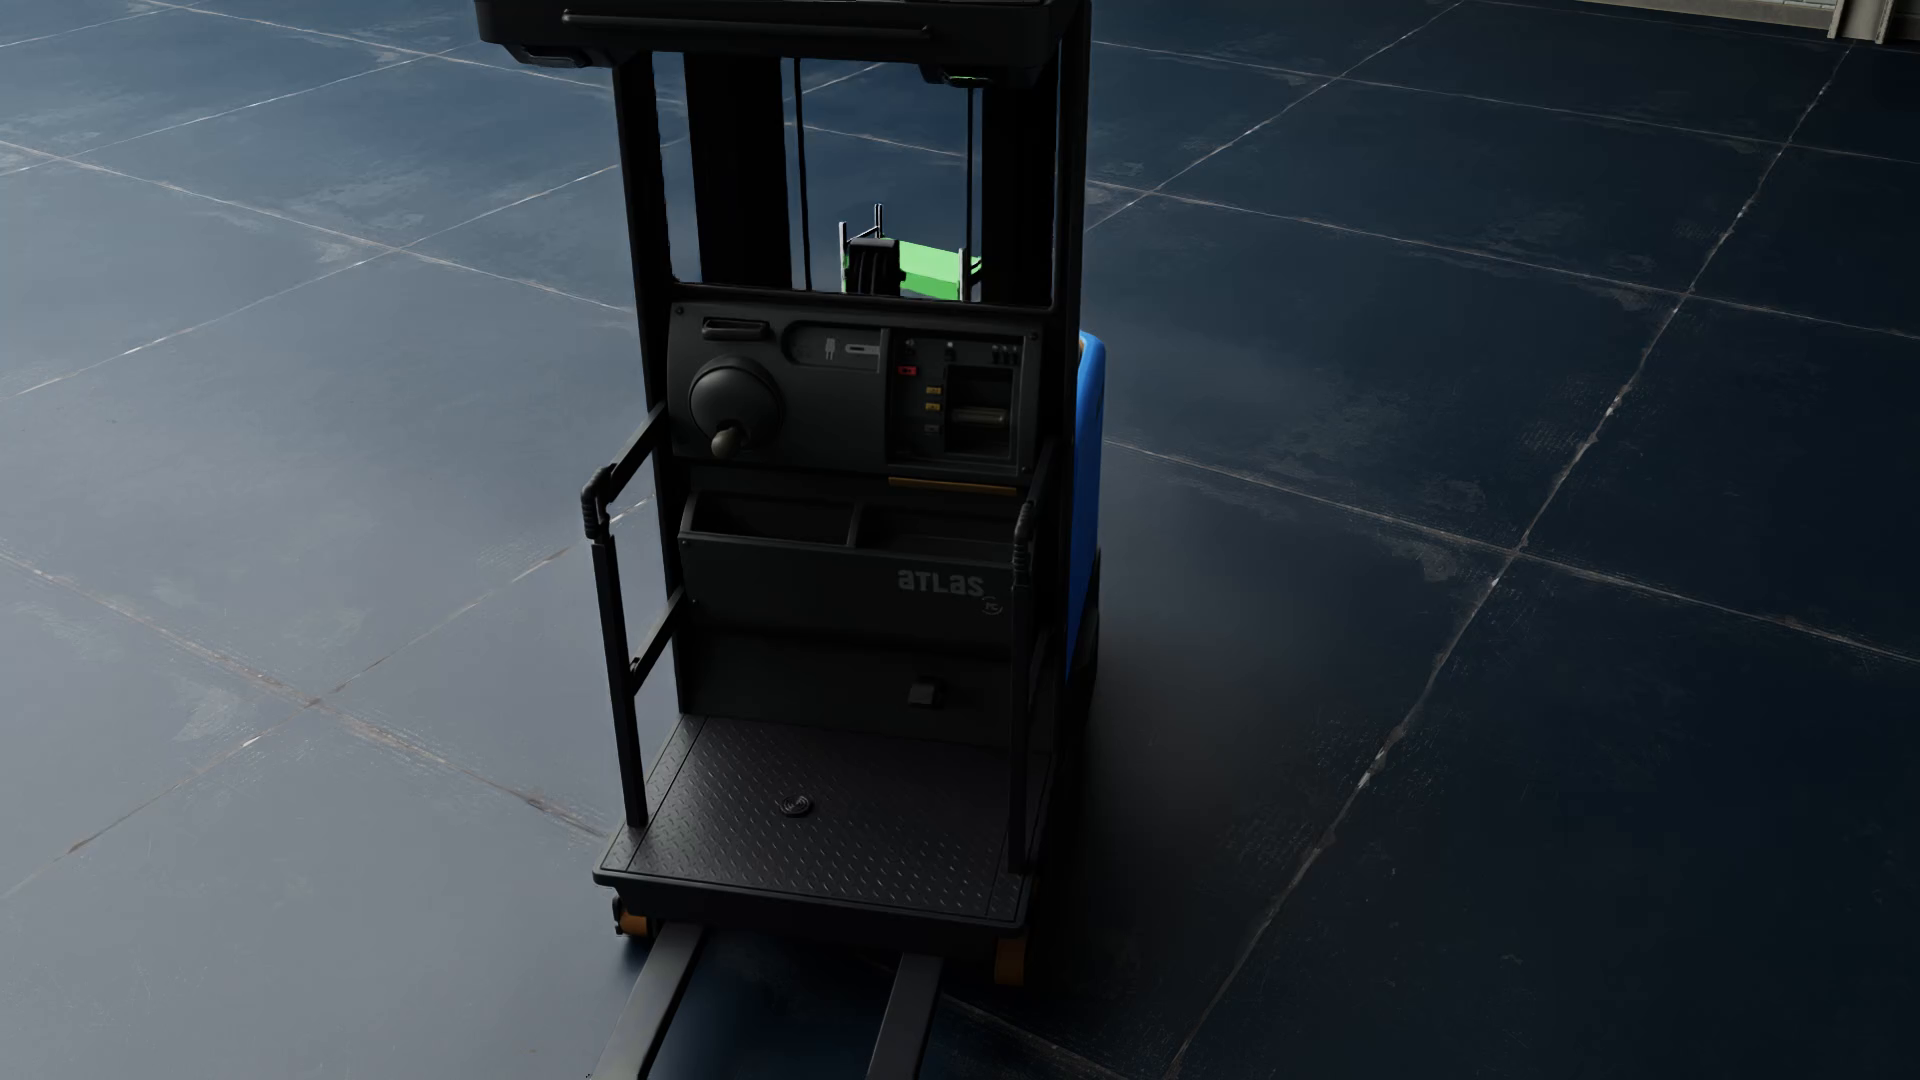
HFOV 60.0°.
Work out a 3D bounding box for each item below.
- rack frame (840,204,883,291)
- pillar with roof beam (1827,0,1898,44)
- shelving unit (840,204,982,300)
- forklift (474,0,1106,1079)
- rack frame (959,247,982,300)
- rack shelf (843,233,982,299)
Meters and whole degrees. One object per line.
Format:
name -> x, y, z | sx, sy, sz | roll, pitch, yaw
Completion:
rack frame -> -0.347, -0.628, 6.136 | 0.015, 1.200, 0.240 | 18, 35, 27
pillar with roof beam -> 4.723, -5.981, 7.572 | 0.400, 9.000, 9.100 | 18, 35, 27
shelving unit -> -0.140, -0.563, 6.024 | 0.503, 1.200, 0.258 | 18, 35, 27
forklift -> -0.299, -0.318, 3.886 | 1.130, 2.935, 3.031 | 5, 31, 9
rack frame -> 0.066, -0.497, 5.912 | 0.015, 1.200, 0.240 | 18, 35, 27
rack shelf -> -0.140, -0.922, 5.814 | 0.480, 0.148, 0.258 | 18, 35, 27
